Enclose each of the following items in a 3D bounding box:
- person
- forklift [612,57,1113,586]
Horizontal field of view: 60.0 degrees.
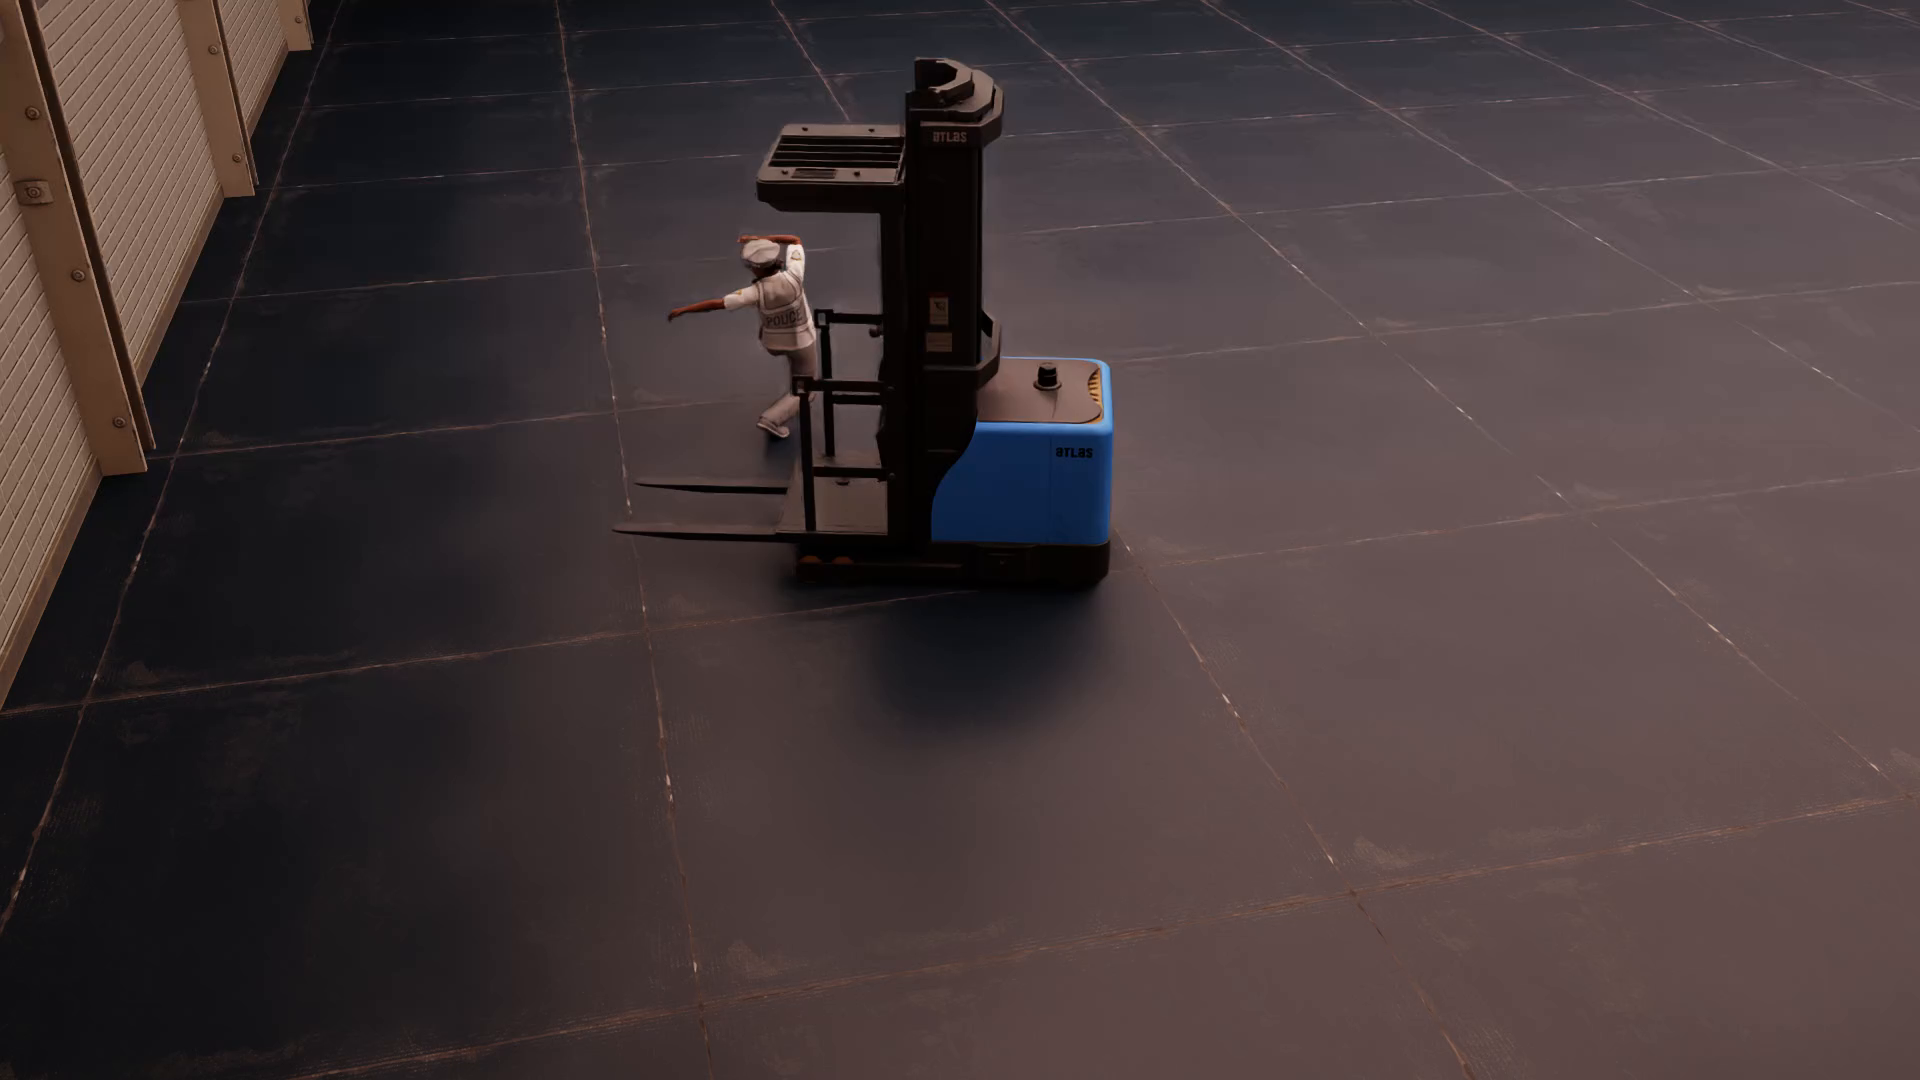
[{"bbox_3d":[-1.478,-1.491,11.704,0.964,1.397,0.884,5,30,9],"label":"person"},{"bbox_3d":[-0.599,-1.263,9.756,3.031,2.935,1.130,1,30,3],"label":"forklift"}]
